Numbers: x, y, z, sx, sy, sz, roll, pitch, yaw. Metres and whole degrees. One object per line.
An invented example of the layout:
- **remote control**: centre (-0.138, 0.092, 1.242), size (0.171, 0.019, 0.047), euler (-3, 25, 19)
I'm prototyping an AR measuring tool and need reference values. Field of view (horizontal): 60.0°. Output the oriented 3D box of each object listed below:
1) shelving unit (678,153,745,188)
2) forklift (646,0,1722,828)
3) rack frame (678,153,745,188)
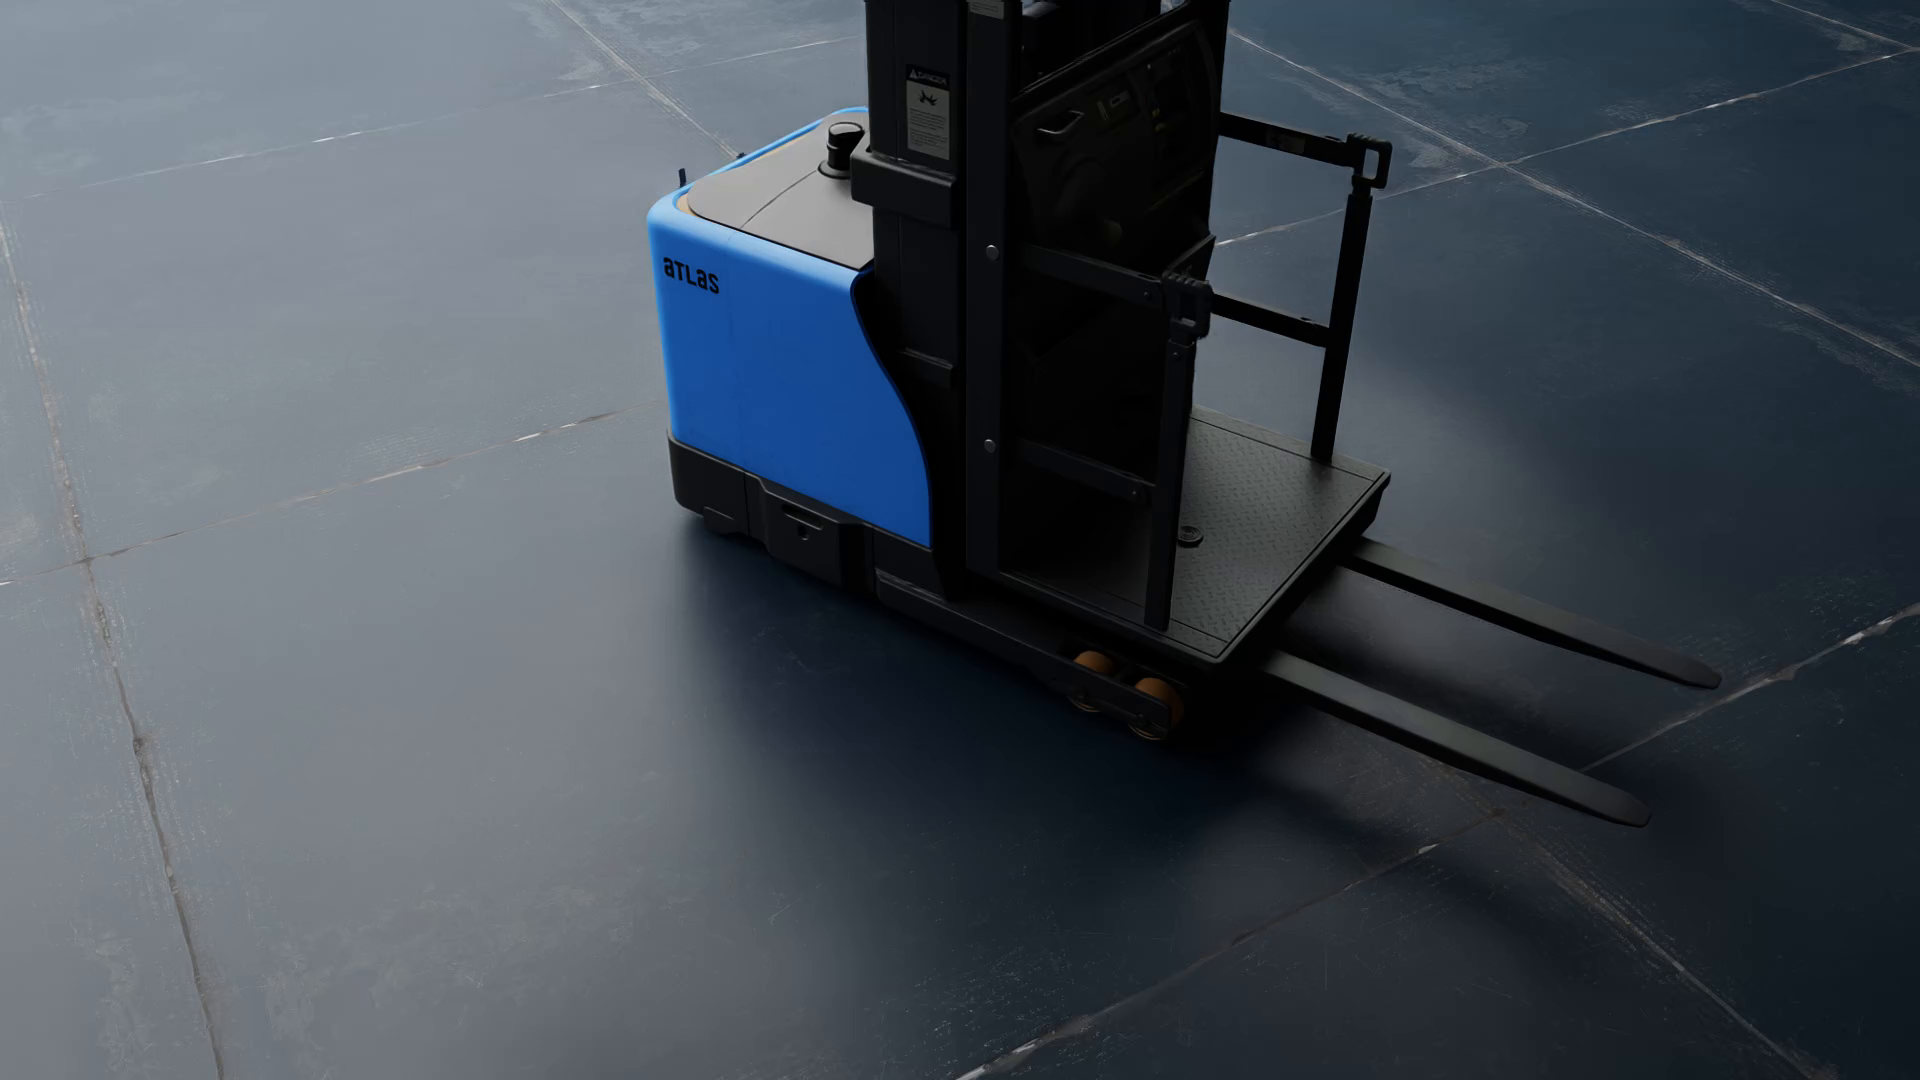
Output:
- **shelving unit**: centre (-0.735, -0.813, 5.589), size (0.258, 0.900, 0.210), euler (-22, 38, -27)
- **forklift**: centre (0.581, -1.000, 4.134), size (3.031, 2.935, 1.130), euler (23, 42, 28)
- **rack frame**: centre (-0.791, -0.857, 5.661), size (0.240, 0.900, 0.006), euler (-22, 38, -27)
